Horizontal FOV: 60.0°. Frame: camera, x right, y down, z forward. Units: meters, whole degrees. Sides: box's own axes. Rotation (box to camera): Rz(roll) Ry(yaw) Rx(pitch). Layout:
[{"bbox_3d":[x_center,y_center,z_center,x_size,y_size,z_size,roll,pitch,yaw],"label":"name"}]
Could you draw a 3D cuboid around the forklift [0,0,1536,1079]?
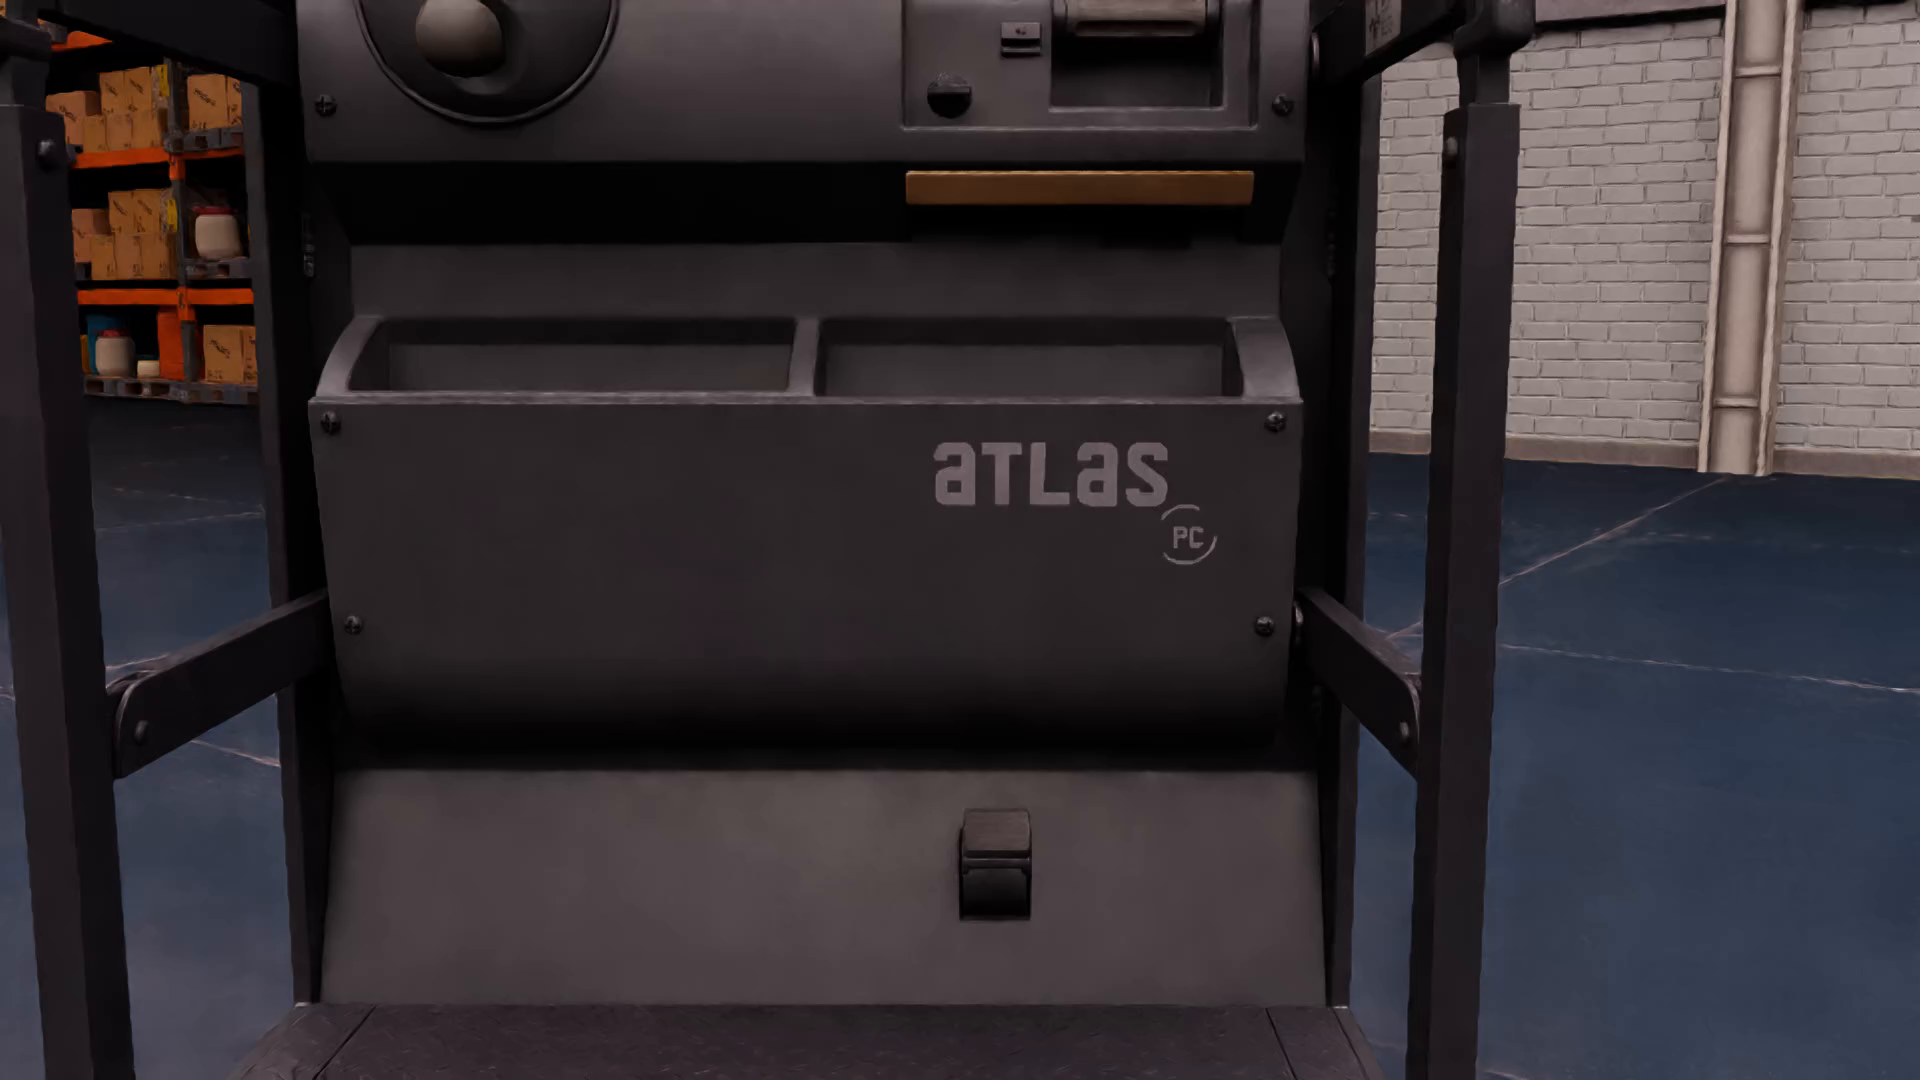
[{"bbox_3d":[-0.143,-0.591,1.345,1.130,2.935,3.031,0,8,0],"label":"forklift"}]
